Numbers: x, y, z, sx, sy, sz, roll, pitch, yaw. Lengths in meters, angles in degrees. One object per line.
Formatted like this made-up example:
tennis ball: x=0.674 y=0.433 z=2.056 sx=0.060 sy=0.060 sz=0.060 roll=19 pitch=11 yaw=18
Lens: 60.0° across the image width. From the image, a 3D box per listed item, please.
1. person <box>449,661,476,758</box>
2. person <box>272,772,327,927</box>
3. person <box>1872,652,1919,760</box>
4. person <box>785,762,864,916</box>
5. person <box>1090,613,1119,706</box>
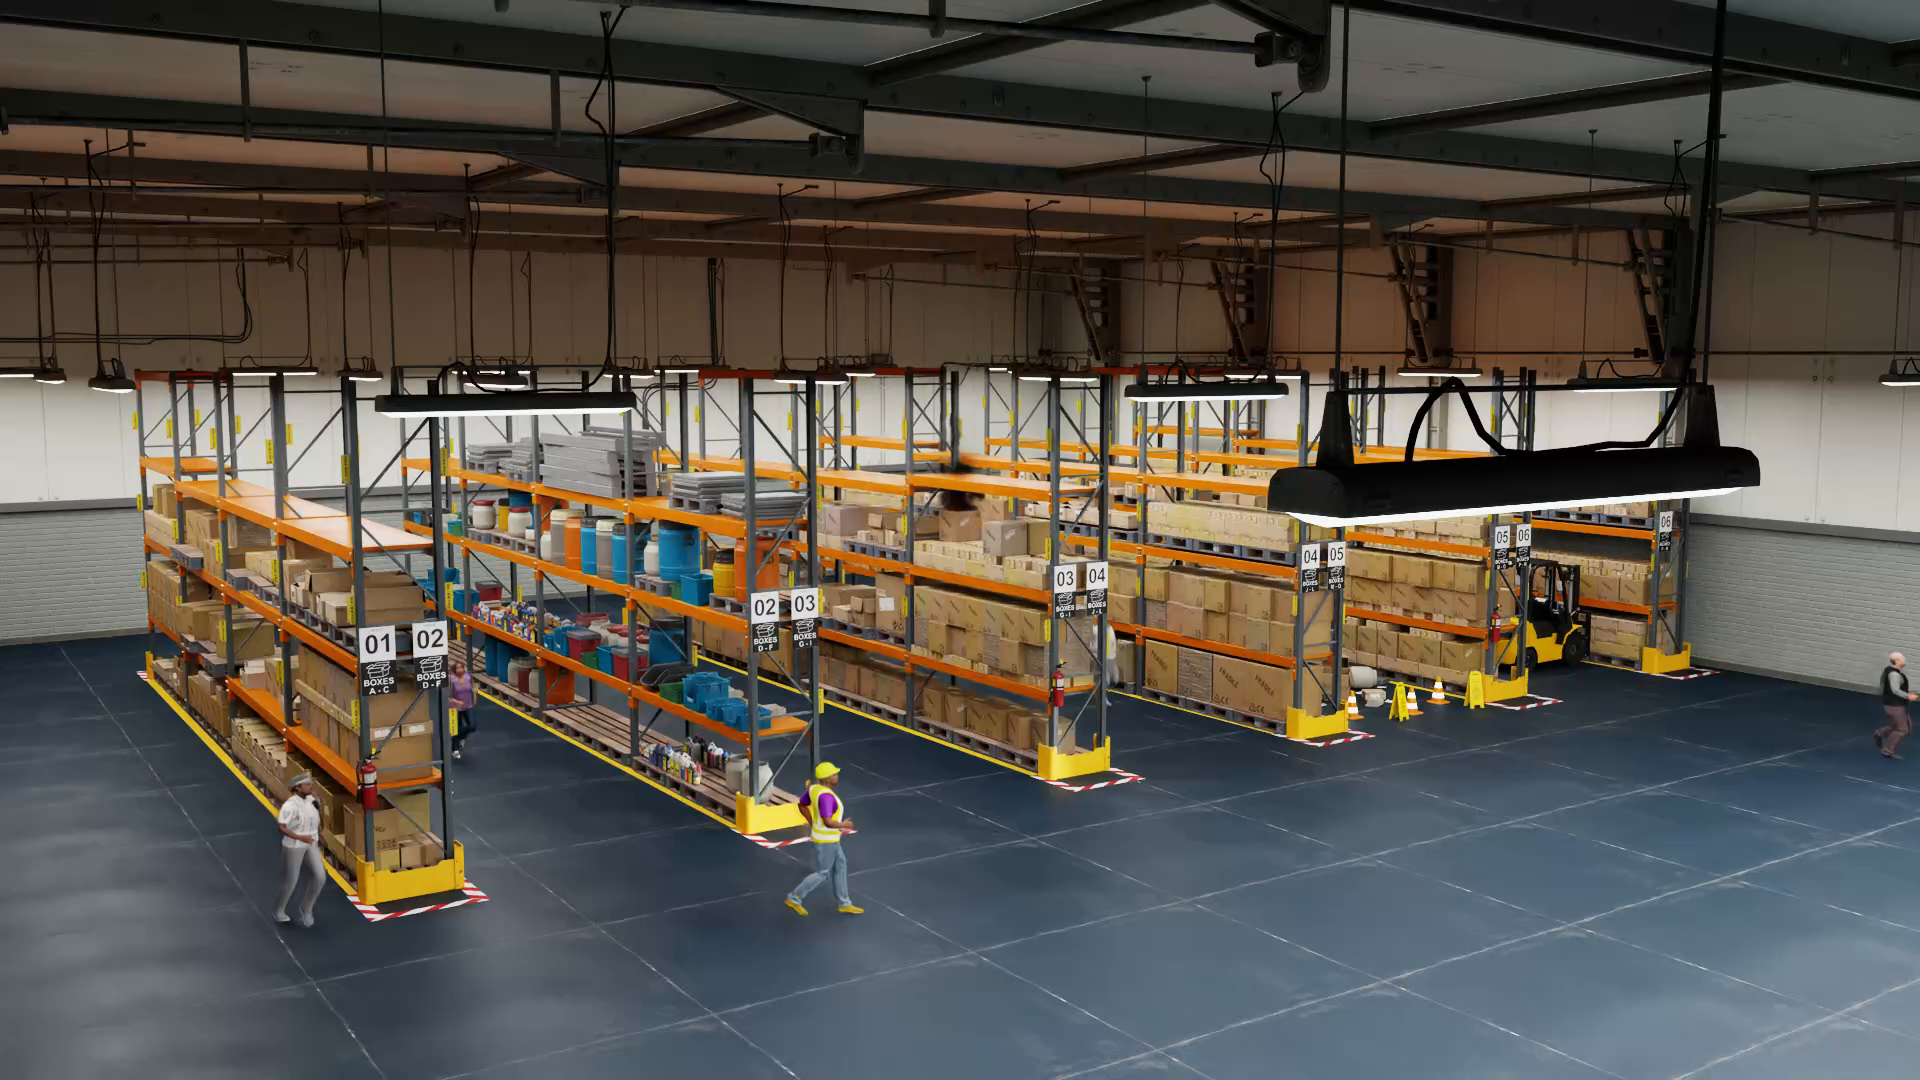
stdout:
person: x=-7.735 y=2.642 z=25.906 sx=0.537 sy=1.555 sz=0.632 roll=-5 pitch=8 yaw=-37
person: x=-7.309 y=3.428 z=18.520 sx=0.623 sy=1.705 sz=0.645 roll=4 pitch=7 yaw=28
person: x=14.579 y=2.579 z=25.903 sx=0.591 sy=1.686 sz=0.698 roll=3 pitch=7 yaw=23
person: x=-1.515 y=3.360 z=18.568 sx=0.914 sy=1.773 sz=0.693 roll=-1 pitch=7 yaw=-12
person: x=2.549 y=2.096 z=29.691 sx=0.656 sy=1.722 sz=0.541 roll=-4 pitch=8 yaw=-34
